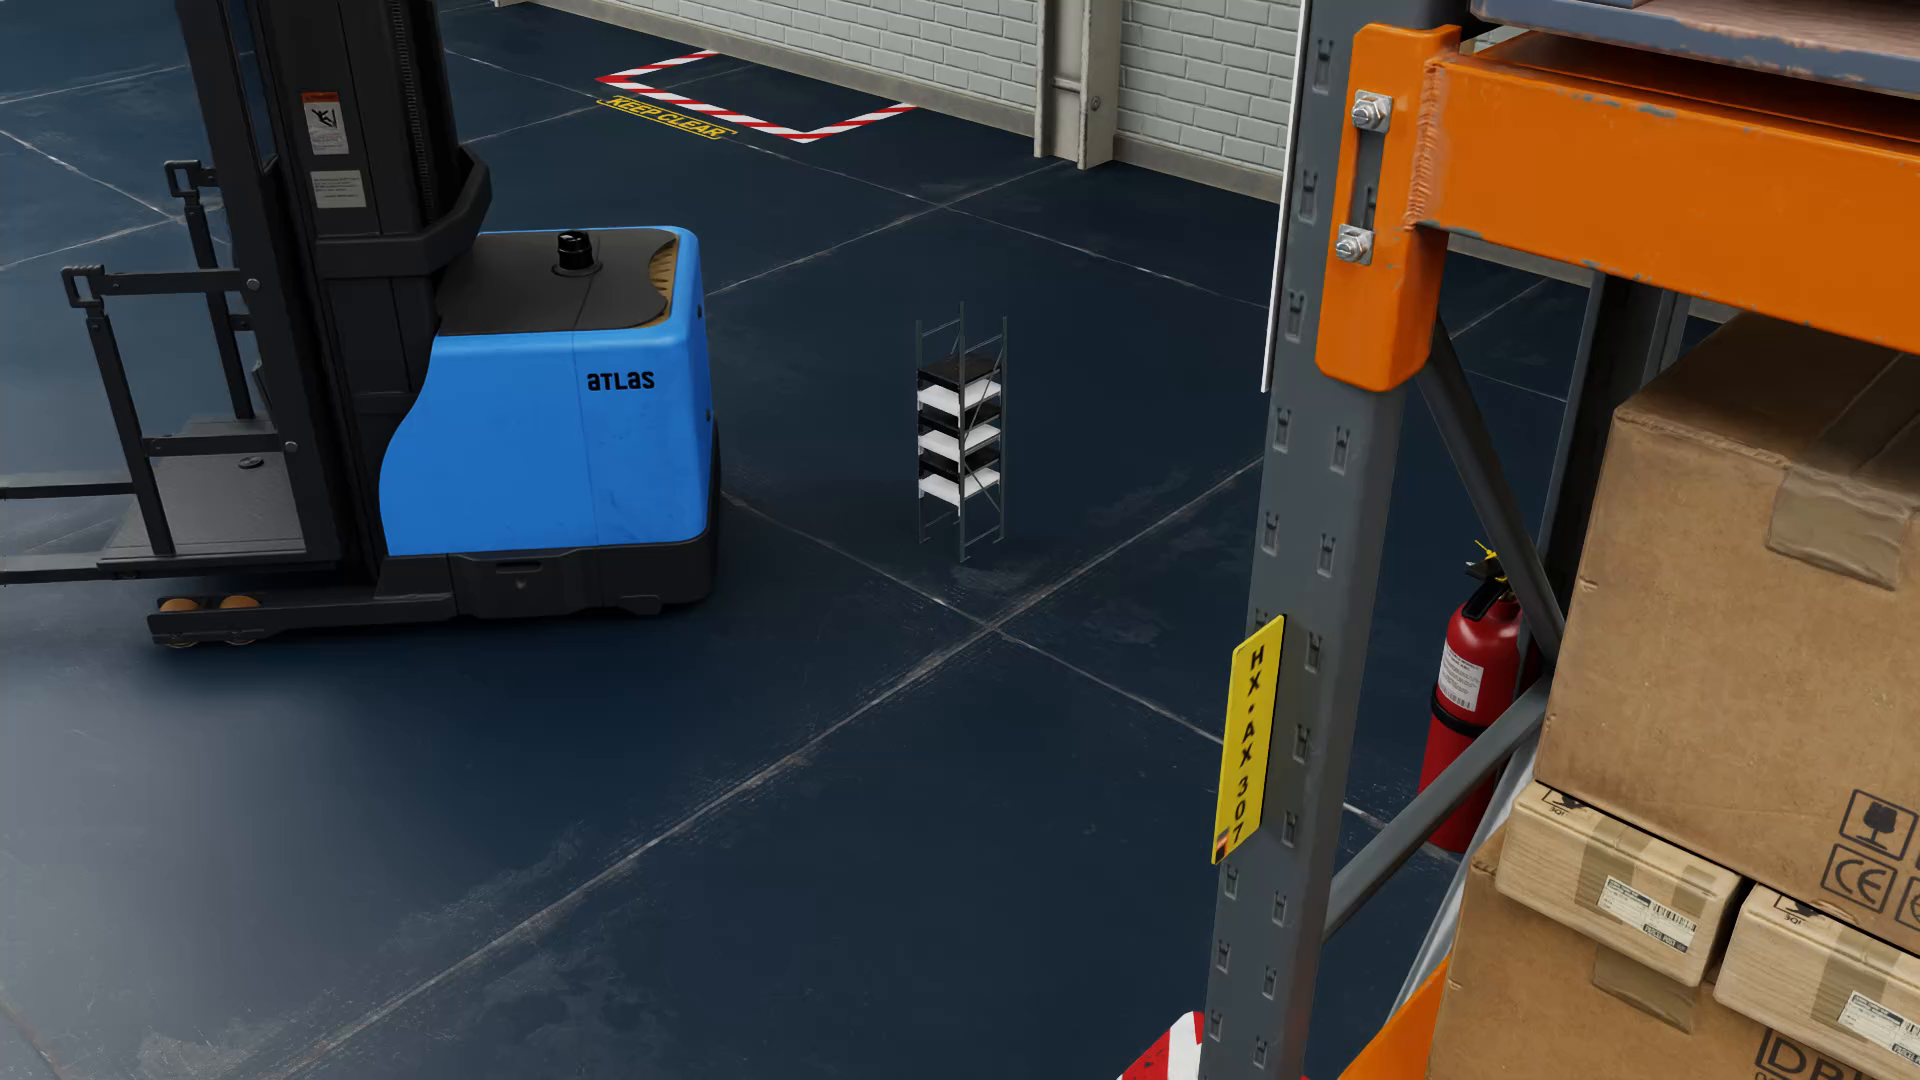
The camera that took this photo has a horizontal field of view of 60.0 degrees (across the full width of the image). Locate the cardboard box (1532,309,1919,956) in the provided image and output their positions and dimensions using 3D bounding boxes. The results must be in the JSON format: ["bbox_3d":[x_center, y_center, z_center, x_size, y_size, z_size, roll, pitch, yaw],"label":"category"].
[{"bbox_3d":[1.102,0.027,1.941,0.500,0.500,0.700,25,39,35],"label":"cardboard box"}]

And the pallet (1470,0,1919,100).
[{"bbox_3d":[1.232,-0.551,1.435,1.213,0.211,1.003,25,39,35],"label":"pallet"}]

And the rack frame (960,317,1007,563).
[{"bbox_3d":[0.081,-0.348,5.955,0.006,0.900,0.240,25,39,35],"label":"rack frame"}]

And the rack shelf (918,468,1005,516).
[{"bbox_3d":[0.006,-0.200,6.123,0.200,0.077,0.258,25,39,35],"label":"rack shelf"}]

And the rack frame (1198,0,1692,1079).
[{"bbox_3d":[0.727,0.440,2.611,0.053,2.616,0.949,25,39,35],"label":"rack frame"}]

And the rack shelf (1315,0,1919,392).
[{"bbox_3d":[2.208,0.157,0.871,4.000,0.370,1.077,25,39,35],"label":"rack shelf"}]

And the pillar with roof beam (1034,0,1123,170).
[{"bbox_3d":[-2.192,-4.543,5.072,0.400,9.000,9.100,25,39,35],"label":"pillar with roof beam"}]

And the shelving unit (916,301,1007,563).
[{"bbox_3d":[0.006,-0.383,6.013,0.210,0.900,0.258,25,39,35],"label":"shelving unit"}]

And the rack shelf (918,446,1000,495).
[{"bbox_3d":[0.006,-0.277,6.077,0.200,0.077,0.258,25,39,35],"label":"rack shelf"}]

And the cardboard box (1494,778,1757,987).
[{"bbox_3d":[0.871,0.339,2.053,0.250,0.149,0.380,25,39,35],"label":"cardboard box"}]

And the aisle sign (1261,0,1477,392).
[{"bbox_3d":[0.470,-0.578,1.781,0.004,0.787,0.394,25,39,35],"label":"aisle sign"}]

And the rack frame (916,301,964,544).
[{"bbox_3d":[-0.069,-0.418,6.072,0.006,0.900,0.240,25,39,35],"label":"rack frame"}]

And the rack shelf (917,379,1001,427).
[{"bbox_3d":[0.006,-0.508,5.938,0.200,0.077,0.258,25,39,35],"label":"rack shelf"}]

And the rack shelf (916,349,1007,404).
[{"bbox_3d":[0.006,-0.585,5.891,0.200,0.077,0.258,25,39,35],"label":"rack shelf"}]

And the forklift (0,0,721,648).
[{"bbox_3d":[-2.409,-1.175,5.361,3.031,2.935,1.130,-3,31,-5],"label":"forklift"}]

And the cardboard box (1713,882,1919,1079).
[{"bbox_3d":[1.069,0.429,1.903,0.250,0.149,0.380,24,38,34],"label":"cardboard box"}]

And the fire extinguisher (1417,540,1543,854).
[{"bbox_3d":[0.949,0.256,2.992,0.183,0.674,0.296,25,39,35],"label":"fire extinguisher"}]

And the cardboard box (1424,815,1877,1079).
[{"bbox_3d":[1.062,0.565,2.306,0.500,0.500,0.700,25,39,35],"label":"cardboard box"}]

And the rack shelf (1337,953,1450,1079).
[{"bbox_3d":[2.208,1.442,1.644,4.000,0.370,1.077,25,39,35],"label":"rack shelf"}]

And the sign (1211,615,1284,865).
[{"bbox_3d":[0.348,0.247,2.016,0.005,0.325,0.100,25,39,35],"label":"sign"}]

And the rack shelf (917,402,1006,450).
[{"bbox_3d":[0.006,-0.431,5.984,0.200,0.077,0.258,25,39,35],"label":"rack shelf"}]

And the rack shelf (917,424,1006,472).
[{"bbox_3d":[0.006,-0.354,6.030,0.200,0.077,0.258,25,39,35],"label":"rack shelf"}]
